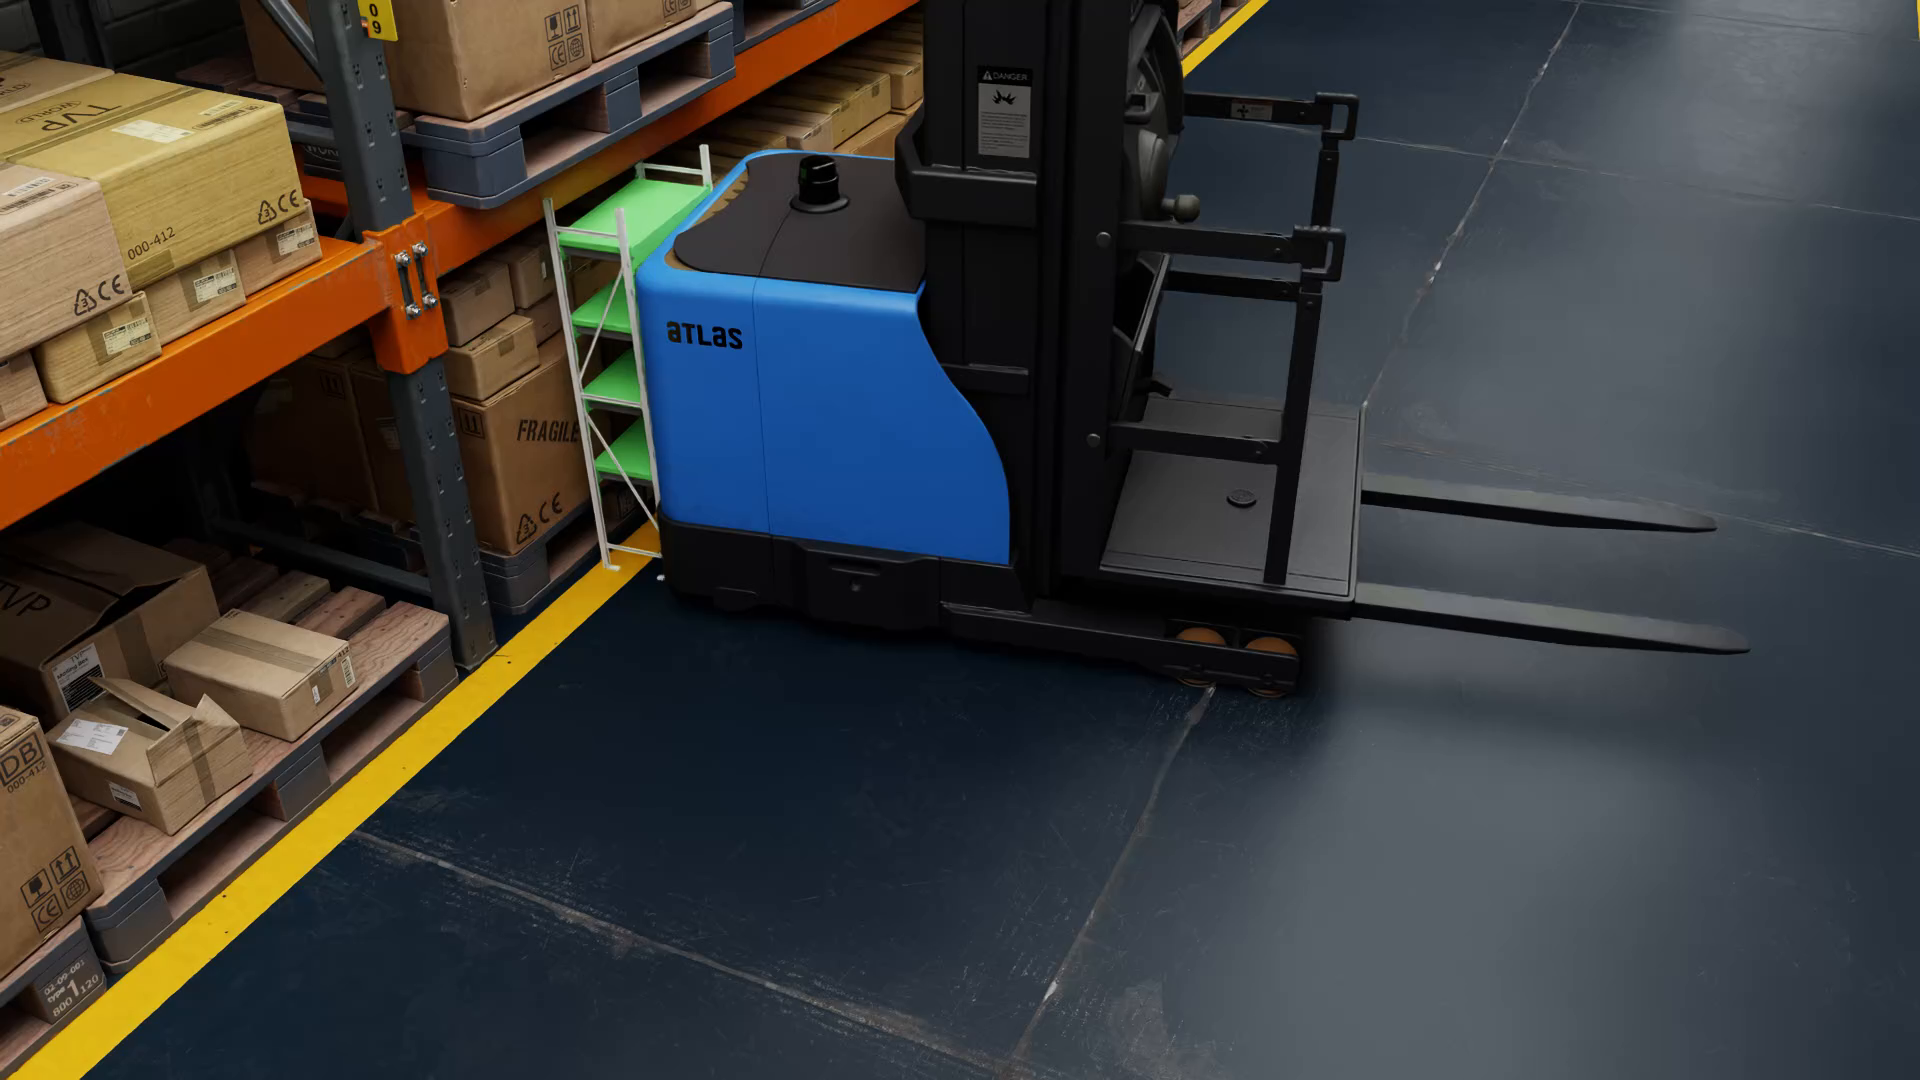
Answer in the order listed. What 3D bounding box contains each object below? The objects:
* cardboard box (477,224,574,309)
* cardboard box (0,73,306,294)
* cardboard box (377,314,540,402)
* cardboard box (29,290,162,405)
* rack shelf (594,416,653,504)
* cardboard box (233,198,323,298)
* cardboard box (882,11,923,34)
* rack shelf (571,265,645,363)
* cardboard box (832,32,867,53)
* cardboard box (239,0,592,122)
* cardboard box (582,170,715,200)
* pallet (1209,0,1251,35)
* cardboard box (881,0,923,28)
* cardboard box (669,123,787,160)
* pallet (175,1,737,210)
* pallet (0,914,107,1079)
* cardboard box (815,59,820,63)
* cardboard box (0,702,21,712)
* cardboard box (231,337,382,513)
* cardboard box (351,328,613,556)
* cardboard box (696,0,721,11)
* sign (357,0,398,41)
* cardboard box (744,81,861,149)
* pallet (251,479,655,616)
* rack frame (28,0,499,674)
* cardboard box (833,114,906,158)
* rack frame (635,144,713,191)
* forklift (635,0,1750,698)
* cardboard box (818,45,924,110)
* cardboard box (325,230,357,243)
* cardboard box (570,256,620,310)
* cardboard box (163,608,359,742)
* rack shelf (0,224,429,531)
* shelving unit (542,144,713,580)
[{"bbox_3d":[-1.345,-0.808,4.780,0.380,0.149,0.250,12,35,18],"label":"cardboard box"},{"bbox_3d":[-1.794,-0.776,3.563,0.500,0.250,0.500,15,36,22],"label":"cardboard box"},{"bbox_3d":[-1.410,-0.543,4.647,0.380,0.149,0.250,16,36,23],"label":"cardboard box"},{"bbox_3d":[-1.882,-0.432,3.403,0.380,0.149,0.250,15,36,22],"label":"cardboard box"},{"bbox_3d":[-0.906,-0.272,5.117,0.258,0.148,0.480,10,35,17],"label":"rack shelf"},{"bbox_3d":[-1.706,-0.702,3.814,0.380,0.149,0.250,15,36,21],"label":"cardboard box"},{"bbox_3d":[-0.105,-2.113,7.042,0.380,0.149,0.250,12,35,18],"label":"cardboard box"},{"bbox_3d":[-0.914,-0.671,4.851,0.258,0.148,0.480,10,35,17],"label":"rack shelf"},{"bbox_3d":[-0.630,-2.229,7.219,0.380,0.149,0.250,16,37,23],"label":"cardboard box"},{"bbox_3d":[-1.397,-1.431,4.222,0.700,0.500,0.500,15,36,22],"label":"cardboard box"},{"bbox_3d":[-1.027,-1.084,5.473,0.380,0.149,0.250,14,36,20],"label":"cardboard box"},{"bbox_3d":[1.272,-3.466,10.343,1.003,0.211,1.213,14,36,20],"label":"pallet"},{"bbox_3d":[0.145,-2.506,8.119,0.875,0.625,0.625,15,36,22],"label":"cardboard box"},{"bbox_3d":[-0.835,-1.349,5.876,0.380,0.149,0.250,14,36,21],"label":"cardboard box"},{"bbox_3d":[-1.369,-1.316,4.697,1.003,0.211,1.213,14,36,20],"label":"pallet"},{"bbox_3d":[-2.599,1.094,3.389,1.003,0.211,1.213,14,36,20],"label":"pallet"},{"bbox_3d":[-0.797,-1.961,6.810,0.380,0.149,0.250,15,36,21],"label":"cardboard box"},{"bbox_3d":[-2.475,0.484,3.994,0.380,0.149,0.250,14,36,20],"label":"cardboard box"},{"bbox_3d":[-1.865,-0.466,5.122,0.500,0.500,0.500,14,36,20],"label":"cardboard box"},{"bbox_3d":[-1.395,-0.343,4.935,0.500,0.500,0.500,16,36,23],"label":"cardboard box"},{"bbox_3d":[-0.872,-1.747,4.918,0.396,0.266,0.258,16,36,23],"label":"cardboard box"},{"bbox_3d":[-1.306,-1.265,3.654,0.100,0.325,0.005,14,36,20],"label":"sign"},{"bbox_3d":[-0.597,-1.604,6.265,0.380,0.149,0.250,14,36,20],"label":"cardboard box"},{"bbox_3d":[-1.496,-0.271,5.471,1.003,0.211,1.213,14,36,20],"label":"pallet"},{"bbox_3d":[-1.802,-1.024,4.076,1.000,3.000,0.127,14,36,20],"label":"rack frame"},{"bbox_3d":[-0.546,-1.378,6.513,0.500,0.500,0.500,16,36,23],"label":"cardboard box"},{"bbox_3d":[-0.829,-0.654,5.139,0.240,1.200,0.015,10,35,17],"label":"rack frame"},{"bbox_3d":[0.692,-1.112,4.273,3.031,2.935,1.130,7,34,11],"label":"forklift"},{"bbox_3d":[-0.341,-1.849,6.640,0.380,0.149,0.250,13,35,19],"label":"cardboard box"},{"bbox_3d":[-1.805,-0.807,5.050,0.380,0.149,0.250,14,36,21],"label":"cardboard box"},{"bbox_3d":[-1.268,-0.829,5.084,0.380,0.149,0.250,12,35,18],"label":"cardboard box"},{"bbox_3d":[-1.768,0.338,4.216,0.380,0.149,0.250,13,35,19],"label":"cardboard box"},{"bbox_3d":[-2.639,0.273,2.754,1.077,0.370,4.000,14,36,20],"label":"rack shelf"},{"bbox_3d":[-0.911,-0.525,4.948,0.258,1.200,0.503,10,35,17],"label":"shelving unit"}]
